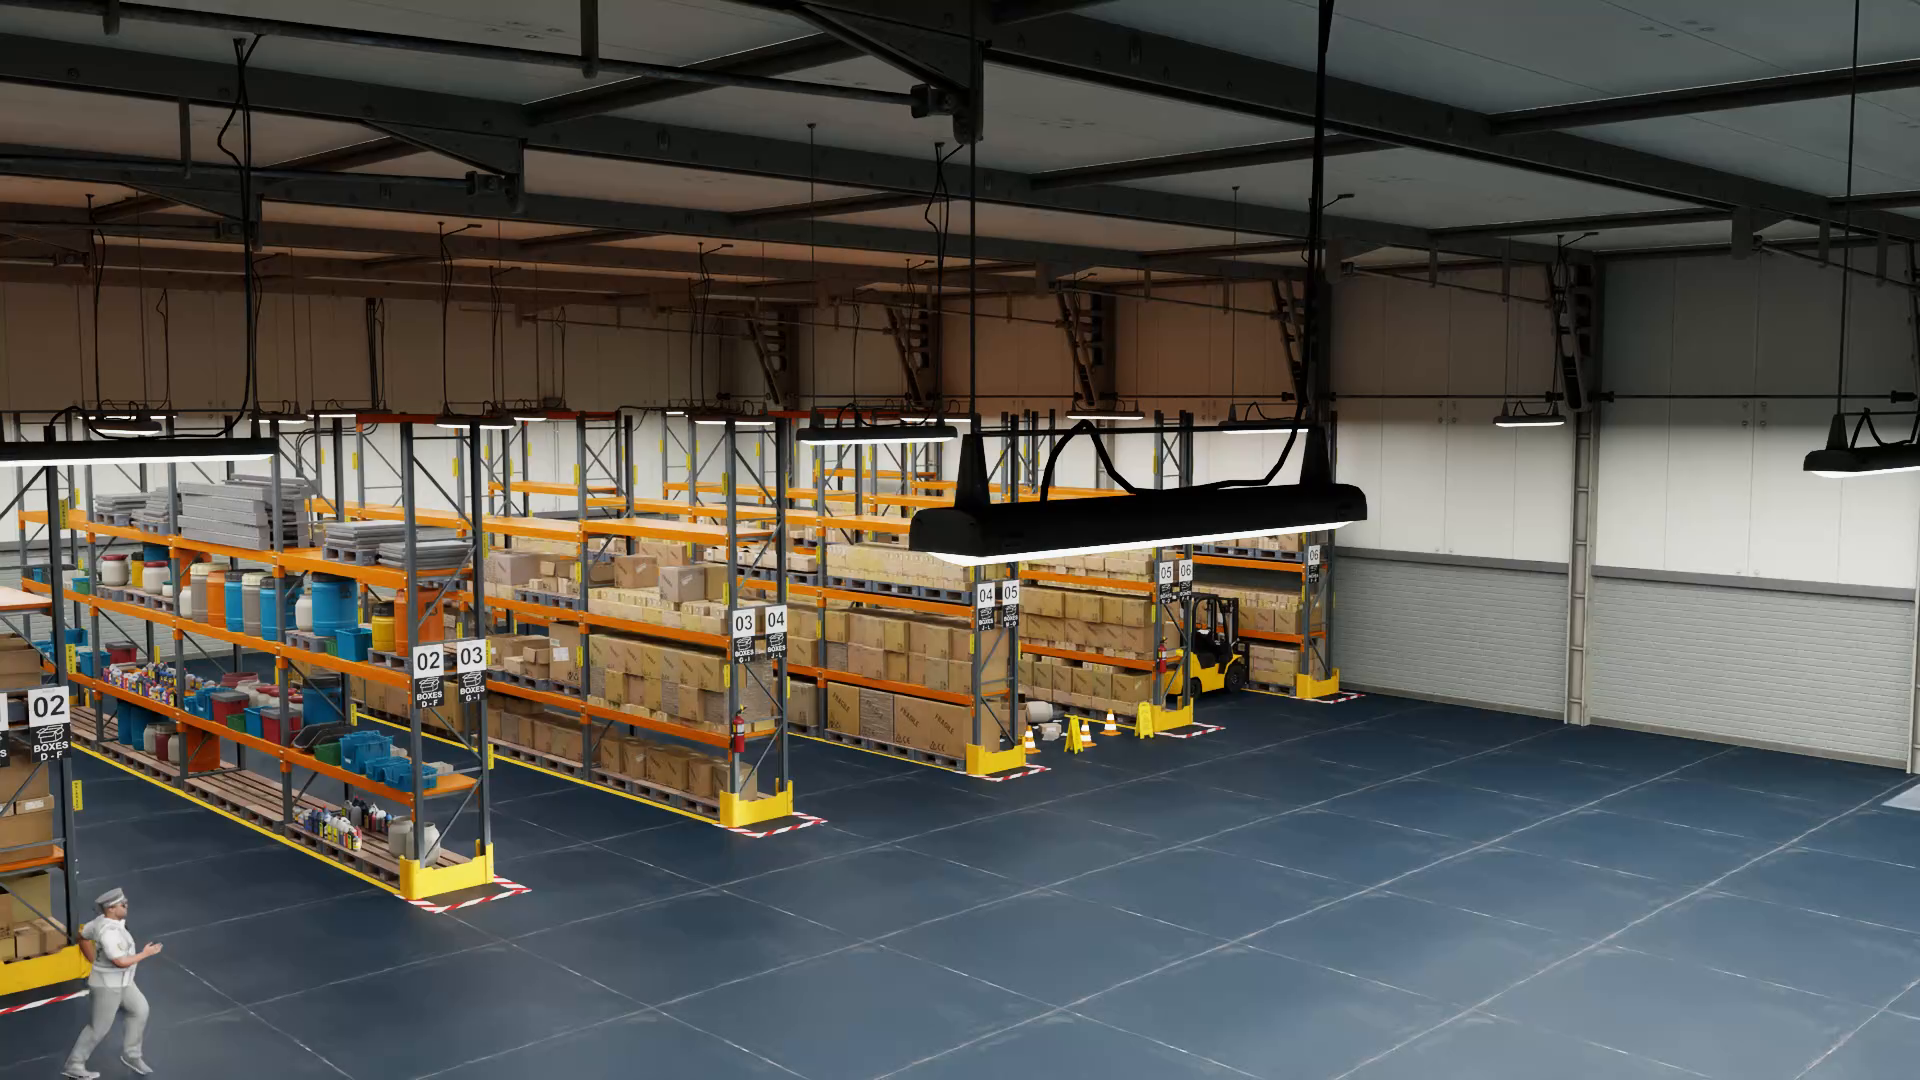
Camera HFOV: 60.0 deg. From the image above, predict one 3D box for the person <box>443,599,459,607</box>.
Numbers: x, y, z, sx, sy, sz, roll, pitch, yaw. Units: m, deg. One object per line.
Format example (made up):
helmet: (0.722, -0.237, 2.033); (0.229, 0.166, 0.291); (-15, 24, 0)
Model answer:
person: (-11.885, 2.090, 38.995); (0.706, 1.835, 0.752); (-2, 5, -23)

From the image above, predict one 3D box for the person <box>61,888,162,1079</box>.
person: (-7.824, 4.123, 15.330); (0.875, 1.845, 0.618); (-2, 5, -22)
